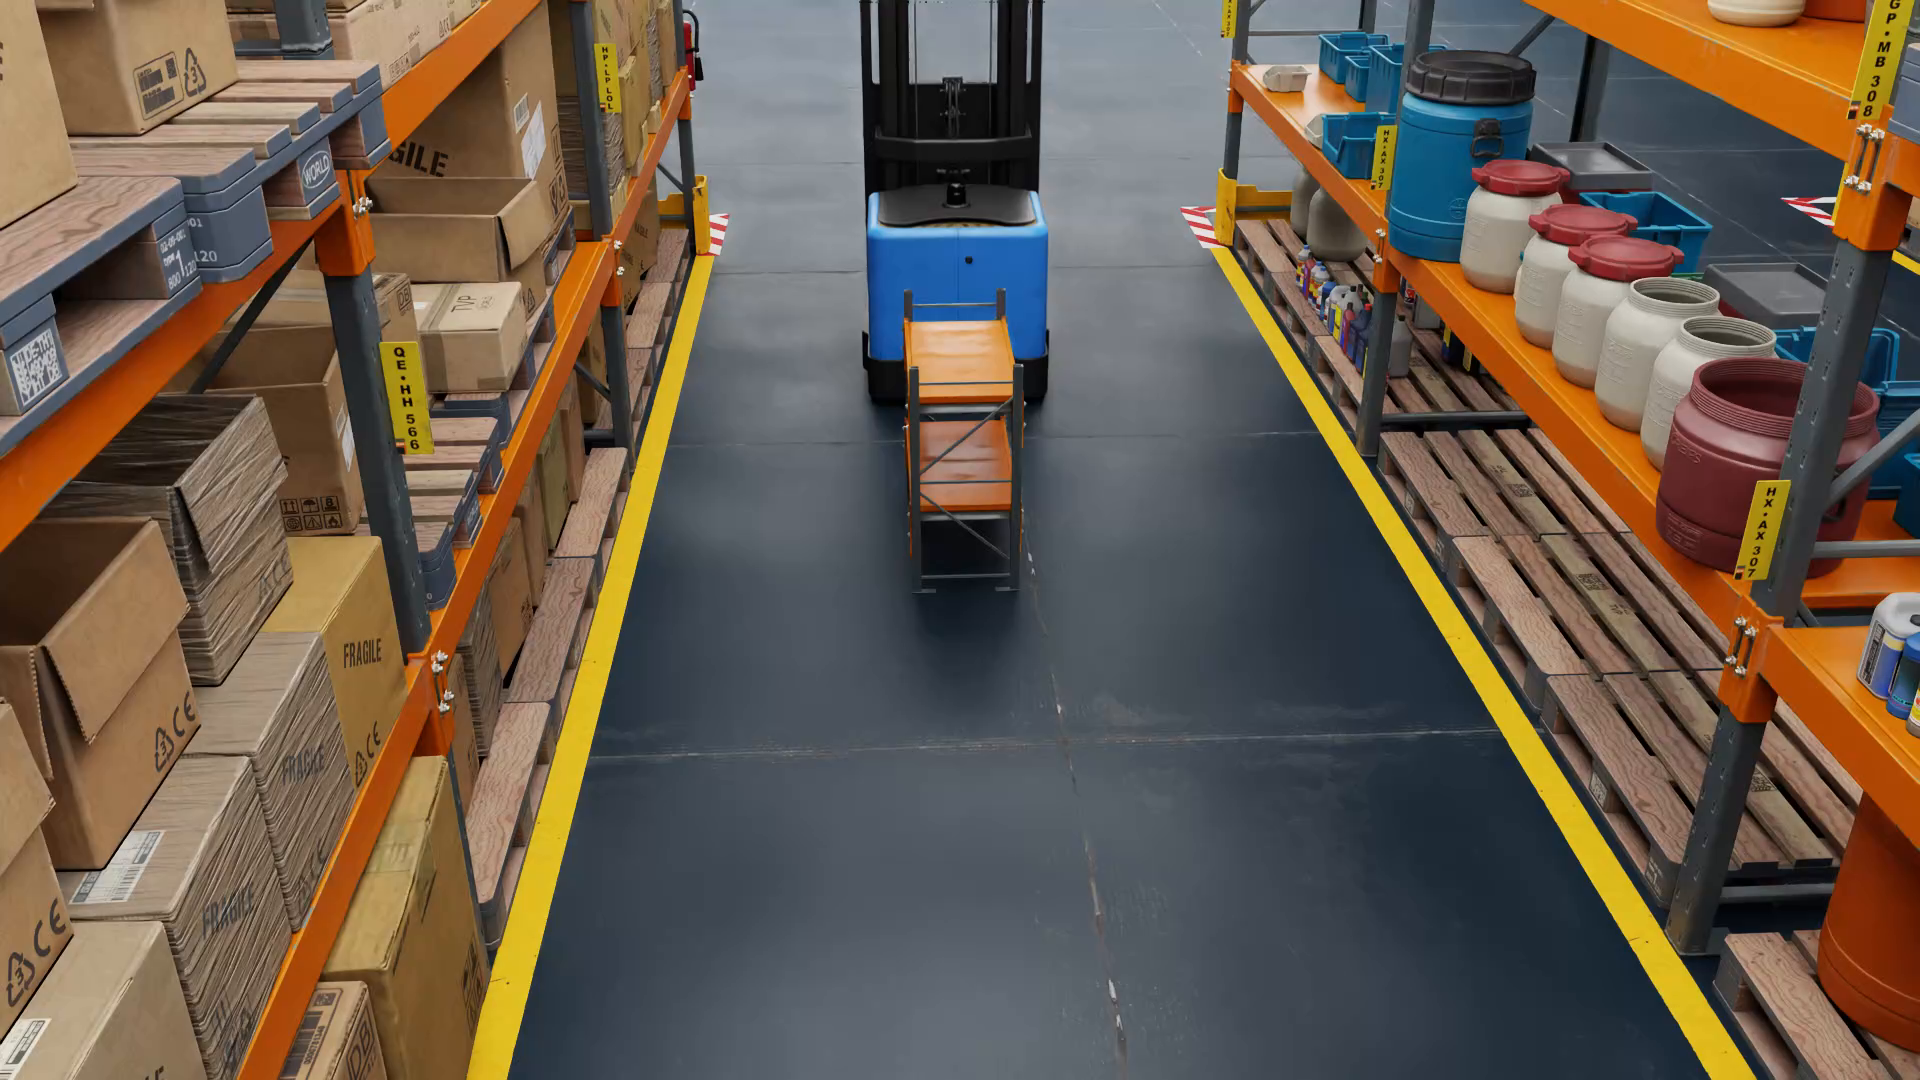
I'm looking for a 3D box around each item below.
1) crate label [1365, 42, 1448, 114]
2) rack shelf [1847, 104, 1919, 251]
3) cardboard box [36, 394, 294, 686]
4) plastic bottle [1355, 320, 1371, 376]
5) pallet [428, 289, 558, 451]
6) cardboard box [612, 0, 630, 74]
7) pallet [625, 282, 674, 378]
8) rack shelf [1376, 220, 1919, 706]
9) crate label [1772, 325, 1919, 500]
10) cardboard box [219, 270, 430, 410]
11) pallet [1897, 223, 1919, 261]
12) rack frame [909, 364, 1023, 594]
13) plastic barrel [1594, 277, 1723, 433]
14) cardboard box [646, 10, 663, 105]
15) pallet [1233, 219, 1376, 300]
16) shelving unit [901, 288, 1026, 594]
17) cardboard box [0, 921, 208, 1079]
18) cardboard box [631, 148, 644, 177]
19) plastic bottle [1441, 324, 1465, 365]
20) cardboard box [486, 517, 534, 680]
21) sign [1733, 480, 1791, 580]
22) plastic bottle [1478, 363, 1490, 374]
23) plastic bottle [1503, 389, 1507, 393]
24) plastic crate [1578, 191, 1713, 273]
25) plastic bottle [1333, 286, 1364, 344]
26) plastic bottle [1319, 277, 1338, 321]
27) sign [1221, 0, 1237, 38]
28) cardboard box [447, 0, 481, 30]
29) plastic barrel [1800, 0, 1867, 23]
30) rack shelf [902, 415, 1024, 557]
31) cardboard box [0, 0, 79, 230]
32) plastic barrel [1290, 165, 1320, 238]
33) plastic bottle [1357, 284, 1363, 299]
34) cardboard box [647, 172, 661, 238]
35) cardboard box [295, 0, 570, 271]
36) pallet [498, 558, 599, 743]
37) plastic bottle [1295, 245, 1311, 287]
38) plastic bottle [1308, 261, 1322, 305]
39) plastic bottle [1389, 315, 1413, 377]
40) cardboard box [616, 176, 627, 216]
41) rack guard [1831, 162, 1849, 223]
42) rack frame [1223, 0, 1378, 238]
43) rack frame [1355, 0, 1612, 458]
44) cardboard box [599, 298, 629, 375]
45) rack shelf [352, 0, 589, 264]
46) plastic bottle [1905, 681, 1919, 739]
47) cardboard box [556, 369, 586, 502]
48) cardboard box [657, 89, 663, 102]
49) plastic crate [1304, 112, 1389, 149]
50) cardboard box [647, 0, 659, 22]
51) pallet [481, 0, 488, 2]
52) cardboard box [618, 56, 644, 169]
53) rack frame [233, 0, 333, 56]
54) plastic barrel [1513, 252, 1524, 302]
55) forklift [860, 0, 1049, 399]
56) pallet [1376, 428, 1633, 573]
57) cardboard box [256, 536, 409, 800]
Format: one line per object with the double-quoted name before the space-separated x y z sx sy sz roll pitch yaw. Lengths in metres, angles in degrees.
"crate label" 2.851 -2.838 10.409 0.502 0.435 0.616 -1 28 -3
"rack shelf" 3.007 -0.058 2.652 1.077 0.370 4.000 -1 28 -3
"cardboard box" -2.021 -0.002 3.818 0.797 0.503 0.637 0 28 -1
"plastic bottle" 2.373 -1.129 9.560 0.144 0.351 0.185 -2 28 -4
"pallet" -2.188 -0.679 6.516 1.003 0.211 1.213 -1 28 -3
"cardboard box" -2.049 -2.763 8.793 0.500 0.500 0.500 -1 28 -3
"pallet" -2.389 -1.336 10.584 1.003 0.211 1.213 -1 28 -3
"rack shelf" 2.798 -0.575 6.888 1.077 0.370 4.000 -1 28 -3
"crate label" 3.121 -0.452 5.834 0.502 0.435 0.616 -1 28 -3
"cardboard box" -2.241 -0.586 5.567 0.700 0.500 0.500 3 28 5
"pallet" 7.514 -2.195 12.230 1.003 0.211 1.213 -1 28 -3
"rack frame" 0.027 -0.261 7.534 0.500 1.125 0.032 -1 28 -3
"plastic barrel" 2.614 -0.685 6.199 0.421 0.512 0.421 0 28 0
"cardboard box" -2.331 -3.007 10.343 0.875 0.500 0.500 -1 28 -3
"pallet" 2.573 -2.020 11.894 1.003 0.211 1.213 -1 28 -3
"shelving unit" 0.000 -0.496 7.984 0.538 1.125 1.048 -1 28 -3
"cardboard box" -1.694 1.031 2.921 0.500 0.500 0.500 -1 28 -2
"cardboard box" -1.998 -2.156 9.412 0.380 0.149 0.250 -1 28 -3
"plastic bottle" 2.922 -1.218 9.730 0.144 0.351 0.185 -1 28 -3
"cardboard box" -2.177 0.236 6.782 0.700 0.500 0.500 1 28 2
"sign" 2.354 -0.027 4.881 0.100 0.325 0.005 -1 28 -3
"plastic bottle" 3.071 -1.112 9.608 0.152 0.276 0.135 0 28 -1
"plastic bottle" 3.115 -0.961 9.324 0.097 0.271 0.097 0 28 0
"plastic crate" 3.062 -1.309 7.534 0.392 0.384 0.575 -1 28 -3
"plastic bottle" 2.346 -1.367 10.016 0.144 0.351 0.185 -2 28 -3
"plastic bottle" 2.302 -1.508 10.372 0.097 0.271 0.097 0 28 0
"sign" 1.936 -3.777 11.948 0.100 0.325 0.005 -1 28 -3
"cardboard box" -1.877 -1.812 5.399 0.500 0.250 0.500 -1 28 -2
"plastic barrel" 3.043 -2.178 5.474 0.600 0.830 0.708 -1 28 -3
"rack shelf" 0.000 -0.279 8.097 0.538 0.278 1.000 -1 28 -3
"cardboard box" -1.807 -0.735 2.610 0.500 0.500 0.500 0 28 0
"plastic barrel" 2.596 -2.446 11.933 0.421 0.512 0.421 0 28 0
"plastic bottle" 2.447 -1.415 10.181 0.061 0.283 0.133 -1 28 -3
"cardboard box" -2.445 -2.335 11.732 0.500 0.500 0.500 4 28 7
"cardboard box" -2.351 -1.780 7.317 1.000 1.000 1.000 -1 28 -2
"pallet" -2.143 0.462 7.136 1.003 0.211 1.213 -1 28 -3
"plastic bottle" 2.269 -1.806 10.943 0.097 0.271 0.097 0 28 0
"plastic bottle" 2.286 -1.648 10.640 0.097 0.271 0.097 0 28 0
"plastic bottle" 2.517 -1.133 9.567 0.144 0.351 0.185 -1 28 -3
"cardboard box" -1.963 -1.809 8.747 0.380 0.149 0.250 -1 28 -3
"rack guard" 7.431 -2.686 12.859 1.175 0.500 0.348 -1 28 -3
"rack frame" 2.485 -3.665 12.034 1.000 3.000 0.127 -1 28 -3
"rack frame" 2.694 -1.818 8.492 1.000 3.000 0.127 -1 28 -3
"cardboard box" -2.271 -1.226 9.607 0.500 0.500 0.500 7 28 14
"rack shelf" -2.148 -1.786 5.965 1.077 0.370 4.000 -1 28 -3
"plastic bottle" 2.586 0.424 4.408 0.097 0.201 0.097 0 28 0
"cardboard box" -2.242 -0.501 8.195 0.700 0.500 0.500 -3 28 -7
"cardboard box" -2.165 -2.962 10.958 0.380 0.149 0.250 -1 28 -3
"plastic crate" 2.356 -2.445 9.979 0.530 0.136 0.437 -1 28 -3
"cardboard box" -2.130 -3.456 10.121 0.500 0.500 0.500 -1 28 -3
"pallet" -2.269 -2.179 6.143 1.213 0.211 1.003 -1 28 -3
"cardboard box" -2.205 -2.316 9.017 0.875 0.500 0.500 -1 28 -3
"rack frame" -2.043 -2.511 3.334 1.000 3.000 0.127 -1 28 -3
"plastic barrel" 2.610 -1.142 7.345 0.301 0.262 0.301 0 28 0
"forklift" -0.061 -2.759 10.370 1.130 2.935 3.031 -1 28 -2
"pallet" 2.774 -0.220 8.444 1.003 0.211 1.213 -1 28 -3
"cardboard box" -1.770 0.326 4.273 0.500 0.500 0.500 -1 28 -1
